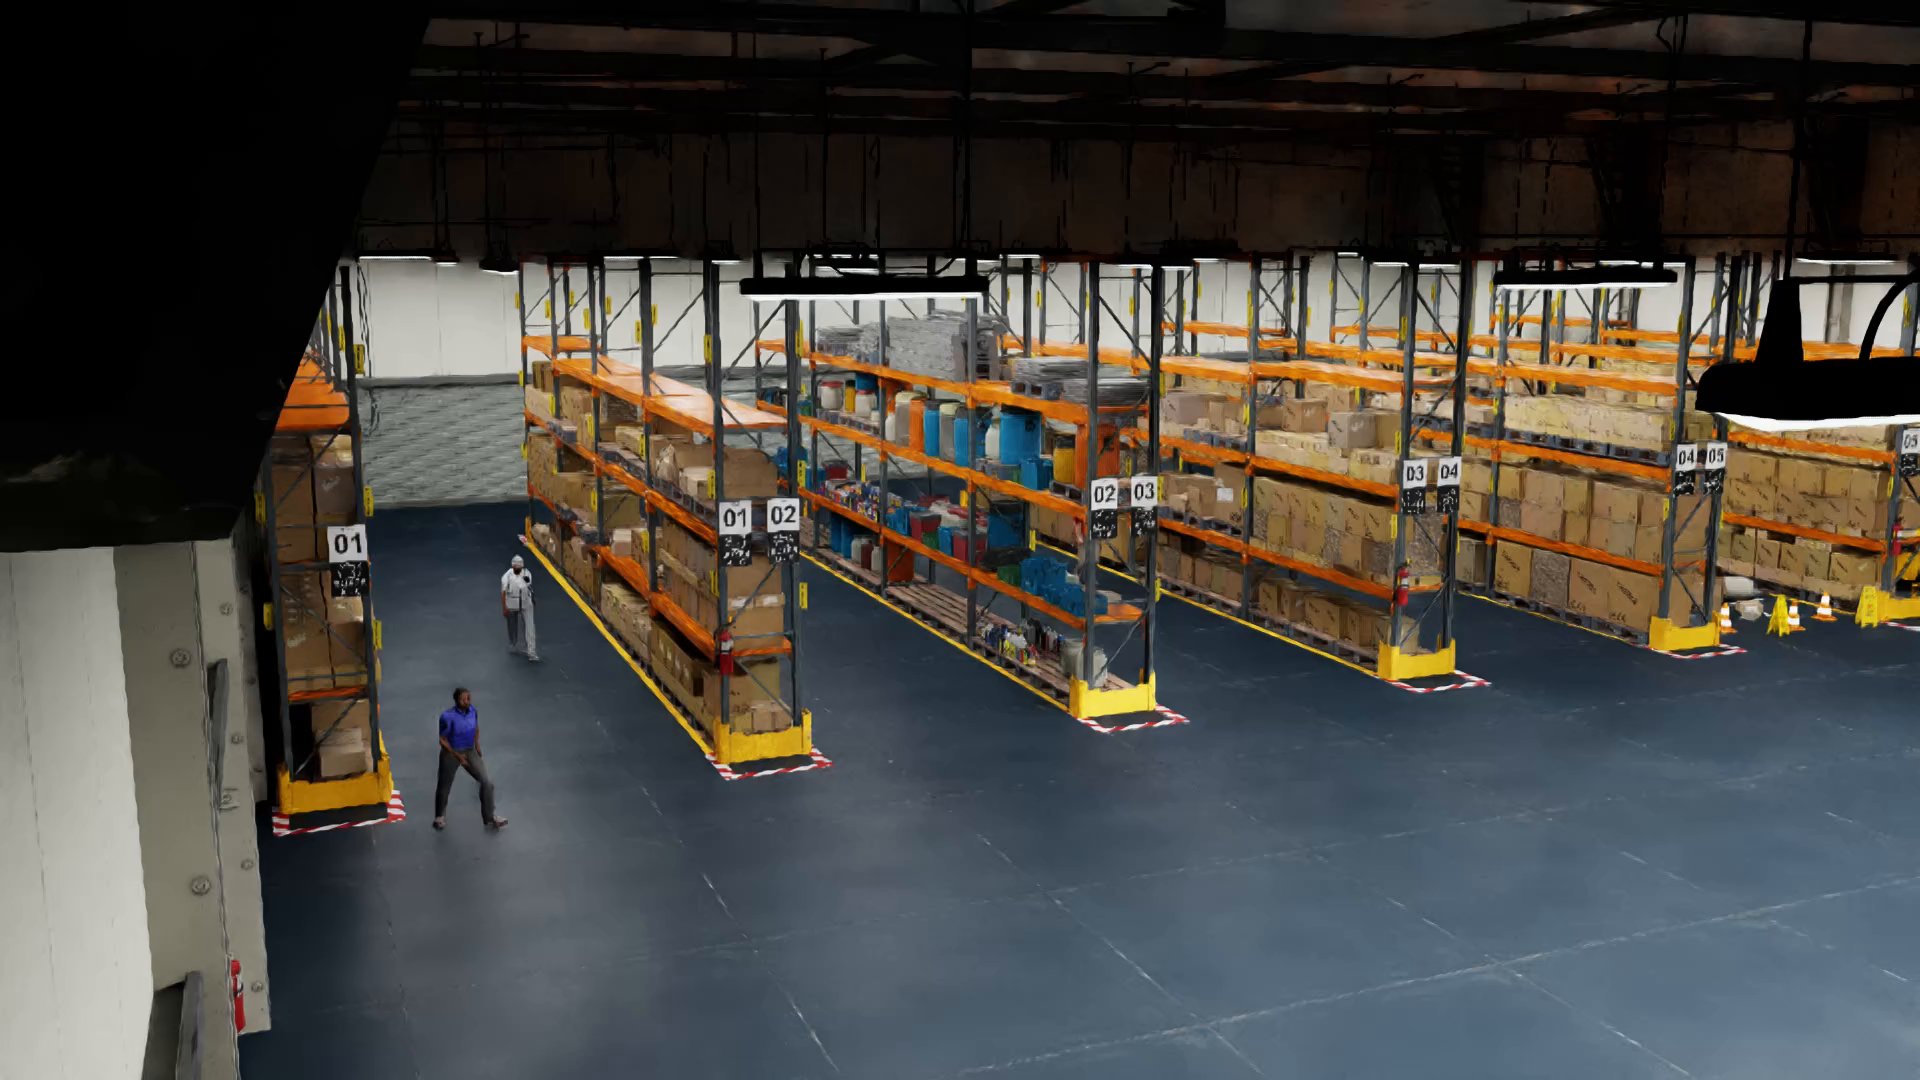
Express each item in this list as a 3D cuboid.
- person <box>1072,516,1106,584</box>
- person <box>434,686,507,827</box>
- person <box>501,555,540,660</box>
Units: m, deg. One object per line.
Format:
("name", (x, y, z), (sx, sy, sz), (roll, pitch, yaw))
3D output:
("person", (2.365, -0.009, 30.465), (0.682, 1.676, 0.535), (-5, 11, -24))
("person", (-5.363, 2.323, 17.922), (0.615, 1.581, 0.780), (-10, 14, -42))
("person", (-6.683, 0.987, 25.174), (0.497, 1.582, 1.090), (-4, 11, -20))
